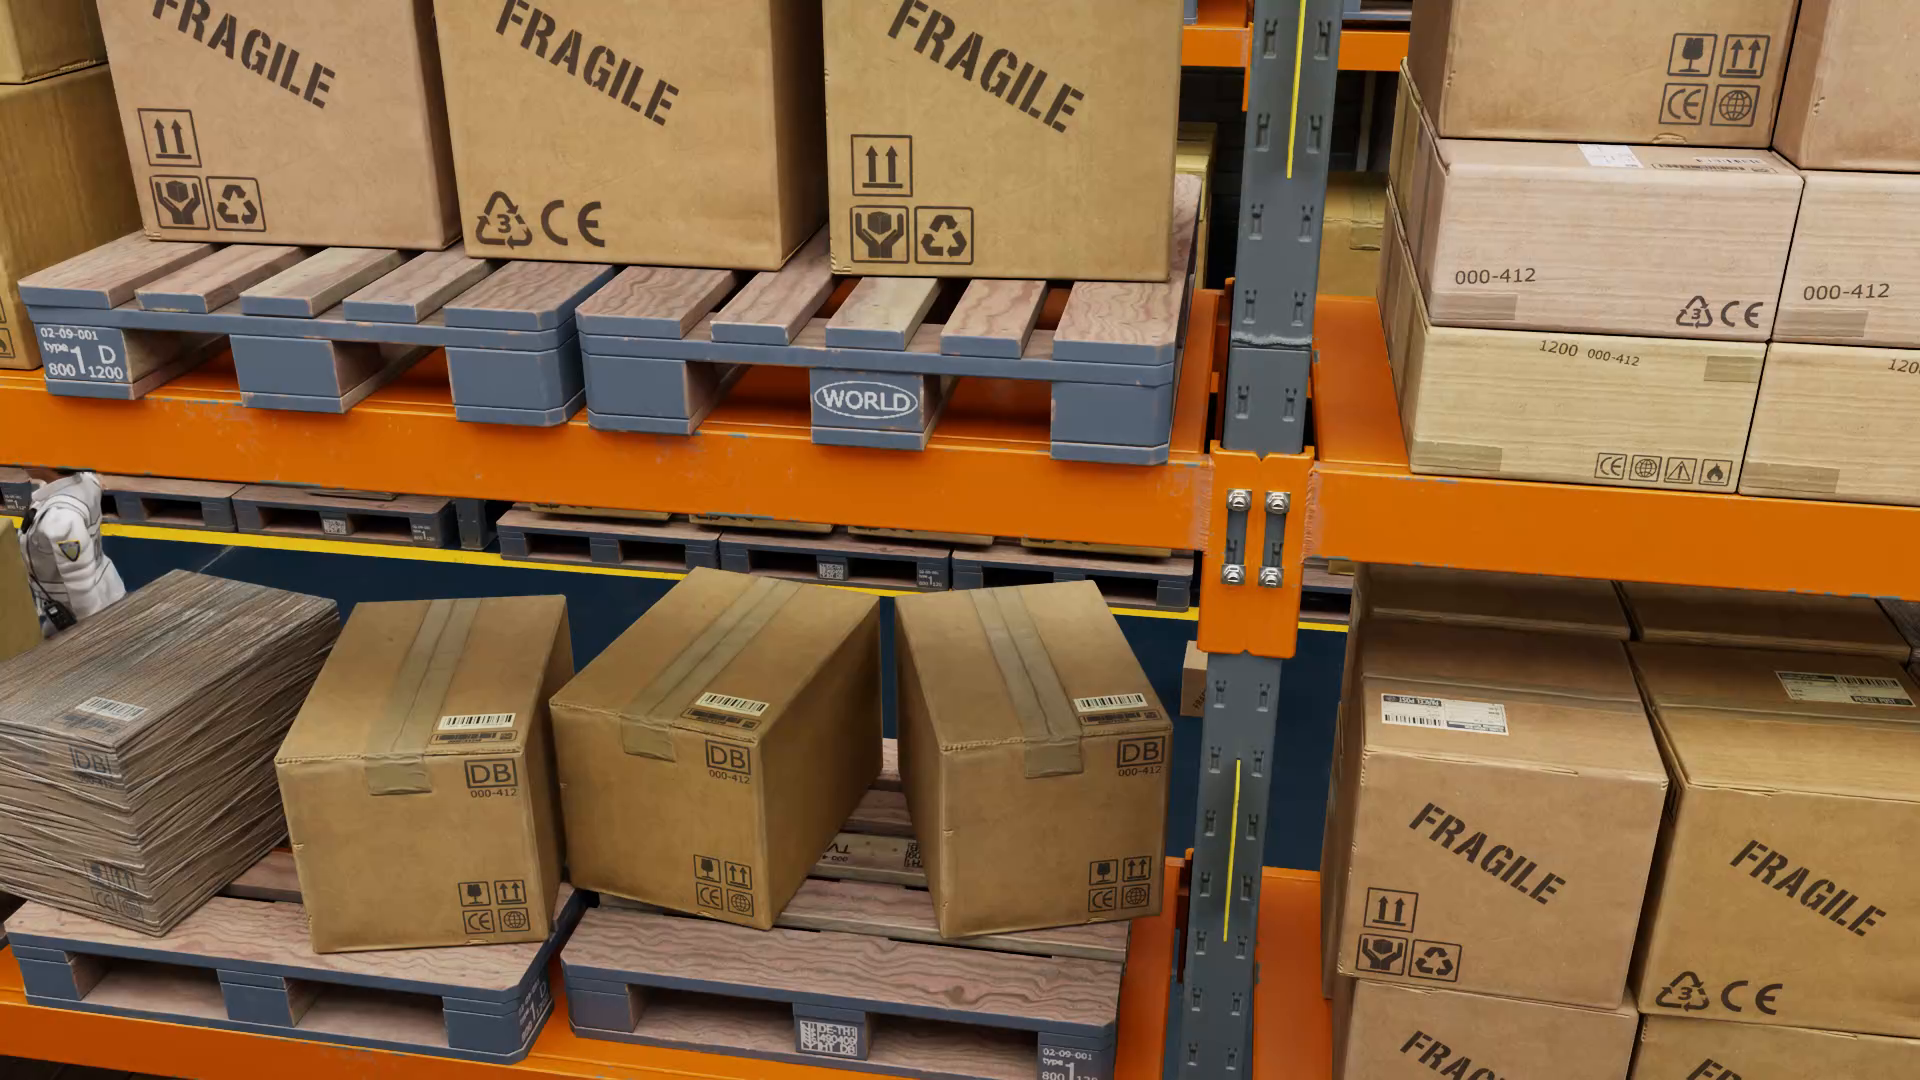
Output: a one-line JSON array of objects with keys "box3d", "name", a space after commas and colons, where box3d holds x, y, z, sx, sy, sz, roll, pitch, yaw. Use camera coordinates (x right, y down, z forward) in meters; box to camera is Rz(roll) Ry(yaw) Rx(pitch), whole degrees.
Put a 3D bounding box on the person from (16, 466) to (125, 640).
[{"box3d": [-3.393, 0.264, 6.489, 0.897, 1.650, 0.498, -5, 26, -11], "name": "person"}]
